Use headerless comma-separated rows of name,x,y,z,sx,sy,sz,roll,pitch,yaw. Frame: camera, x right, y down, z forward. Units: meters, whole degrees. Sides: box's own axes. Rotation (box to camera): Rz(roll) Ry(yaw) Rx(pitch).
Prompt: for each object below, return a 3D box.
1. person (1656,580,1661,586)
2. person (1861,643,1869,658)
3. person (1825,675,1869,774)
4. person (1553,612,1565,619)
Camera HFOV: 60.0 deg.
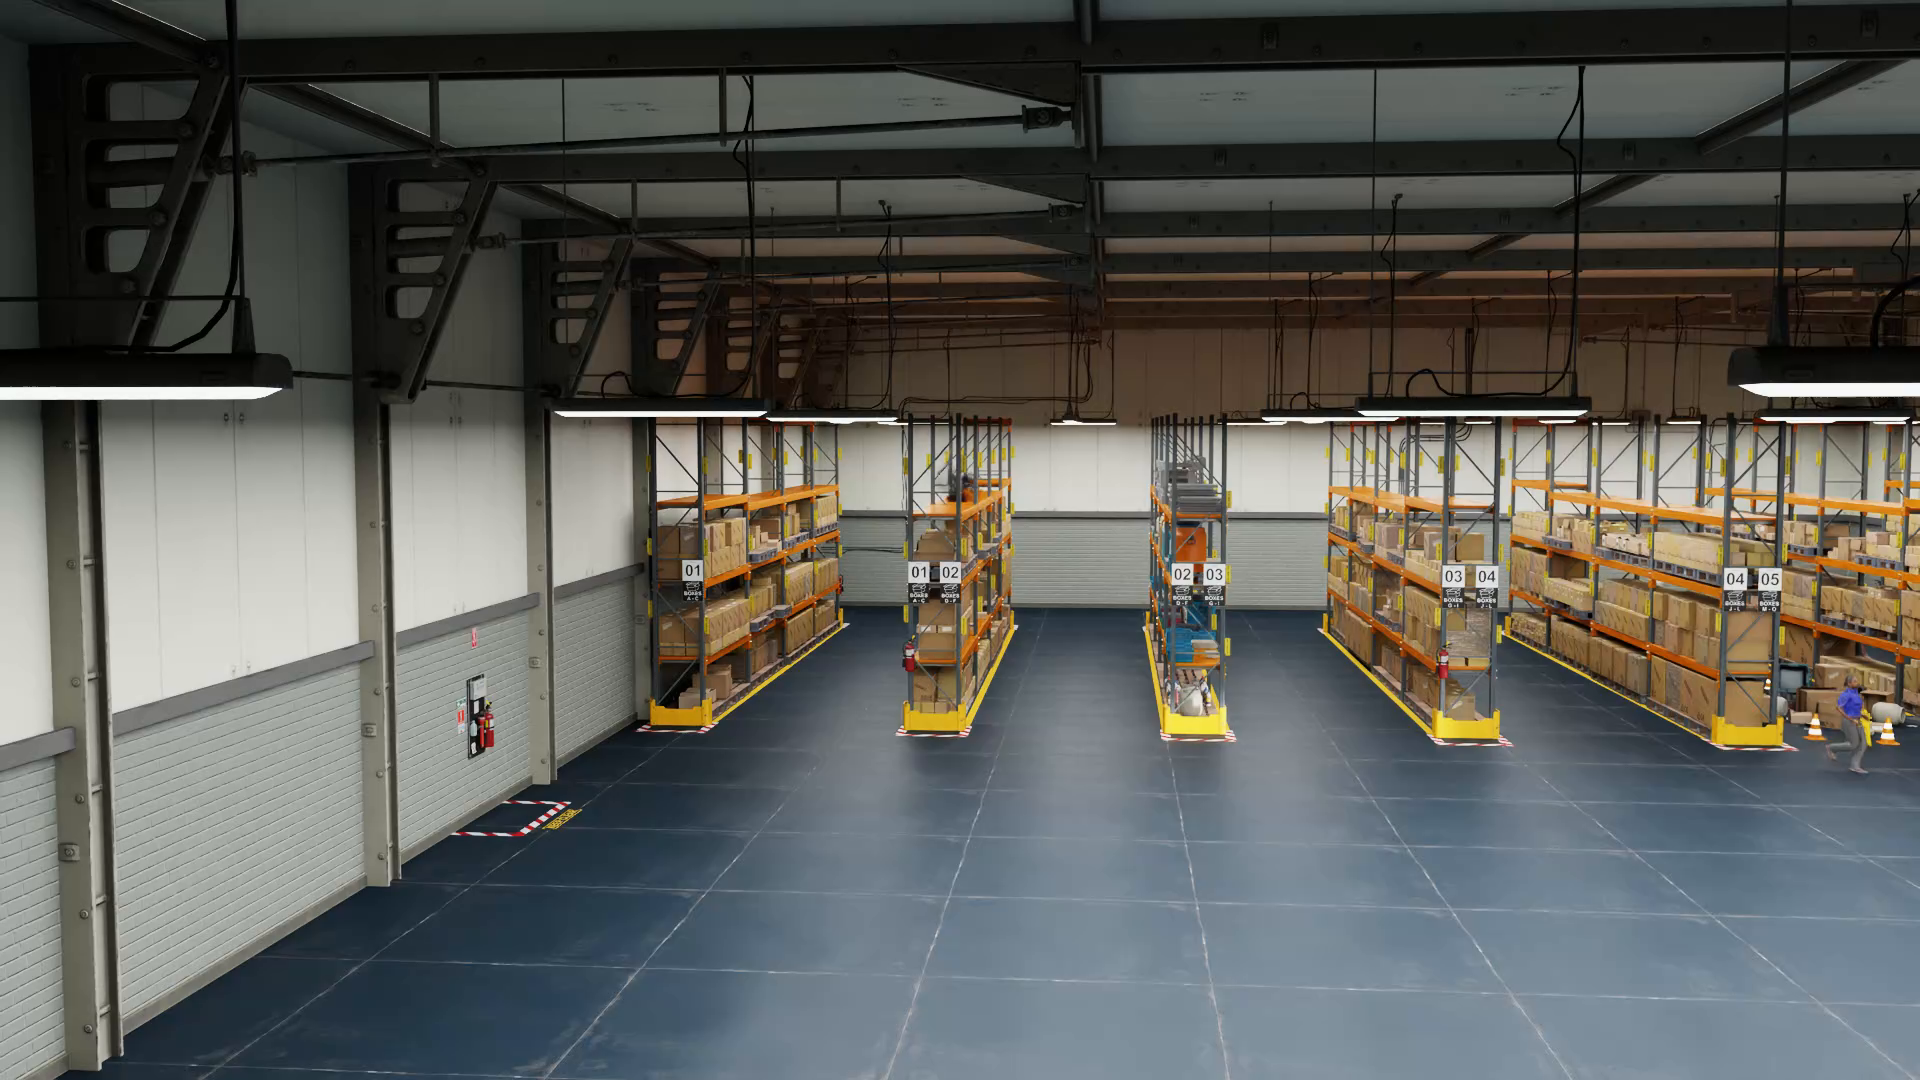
person,19.663,1.676,47.168,0.511,1.733,0.718,1,4,14
person,21.702,2.224,39.849,0.588,1.651,0.688,0,4,6
person,14.845,3.067,27.769,0.595,1.634,0.657,-3,5,-38
person,16.953,1.811,46.900,0.602,1.550,0.465,-2,4,-25
